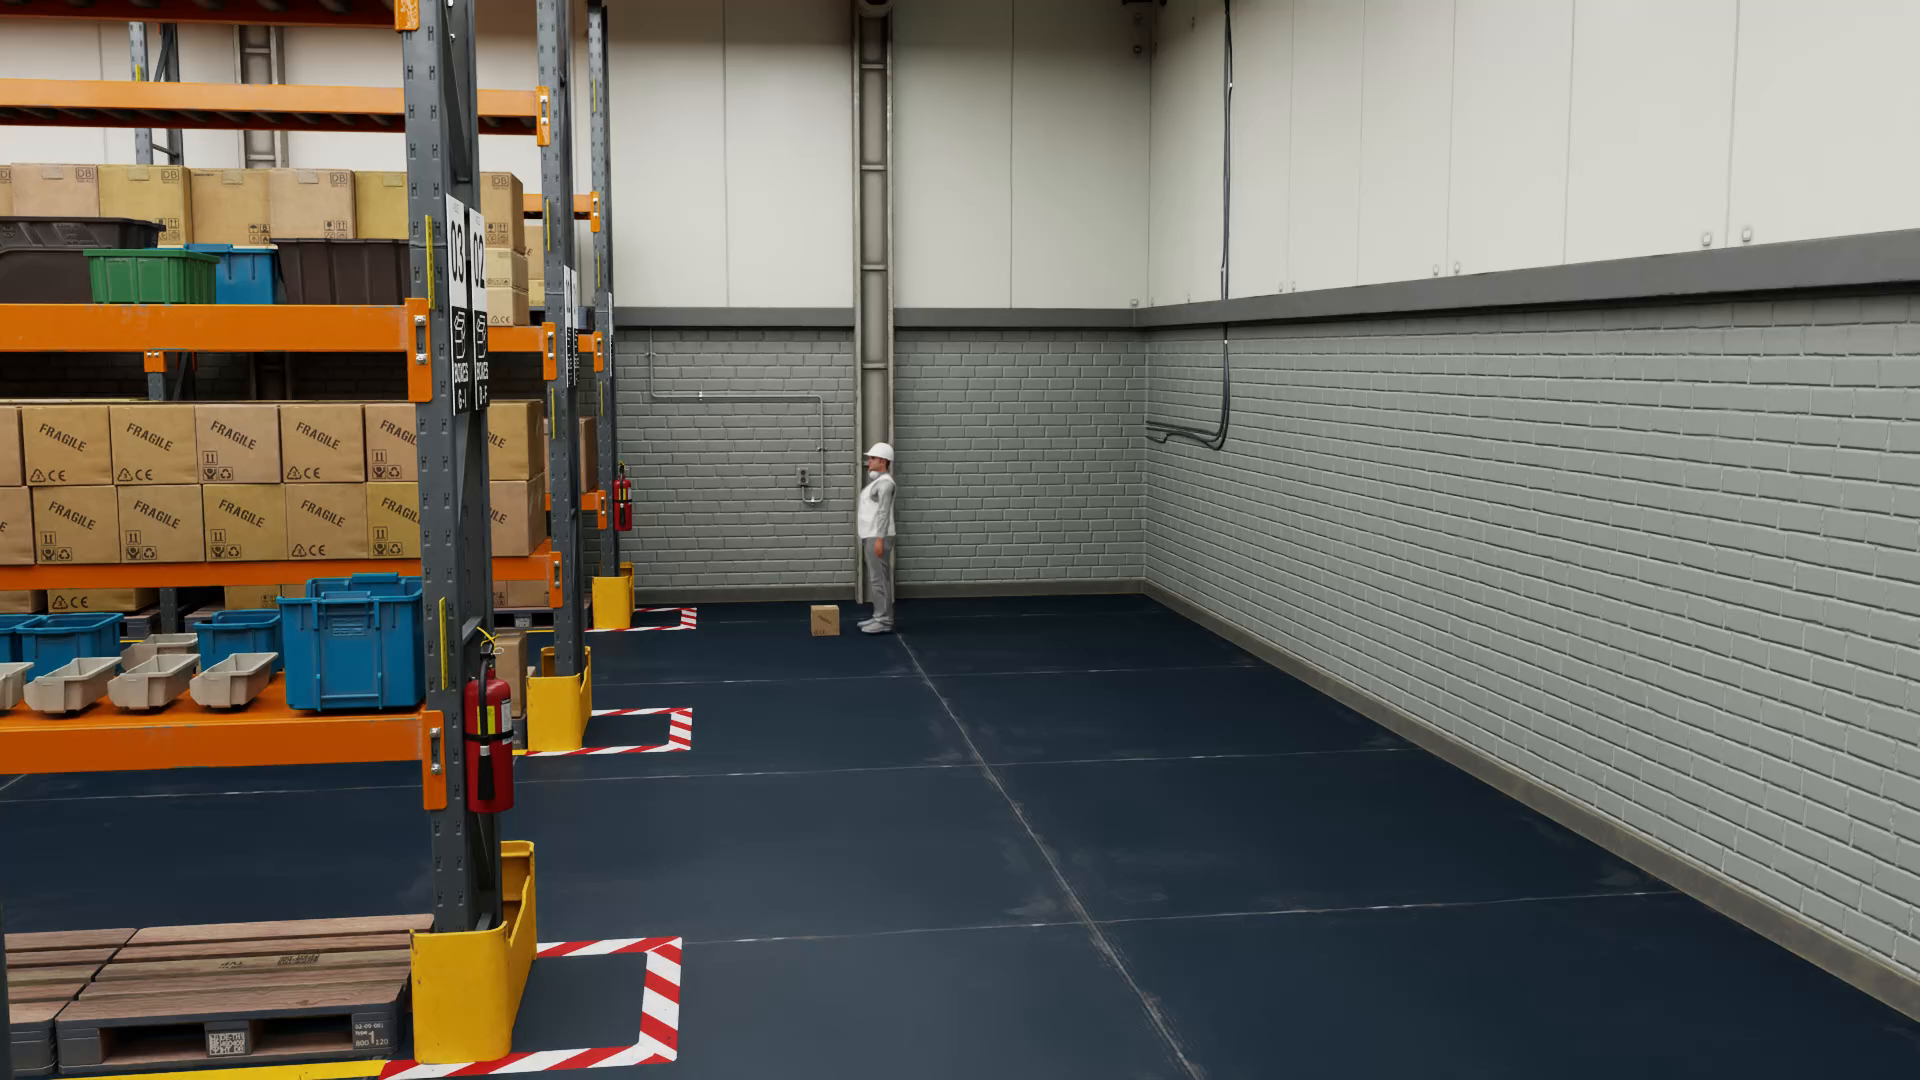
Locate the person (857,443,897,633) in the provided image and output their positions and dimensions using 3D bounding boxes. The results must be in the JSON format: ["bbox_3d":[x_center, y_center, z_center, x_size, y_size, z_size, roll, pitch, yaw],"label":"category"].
[{"bbox_3d":[-0.784,-0.026,15.646,0.357,1.773,0.533,-1,6,-7],"label":"person"}]
